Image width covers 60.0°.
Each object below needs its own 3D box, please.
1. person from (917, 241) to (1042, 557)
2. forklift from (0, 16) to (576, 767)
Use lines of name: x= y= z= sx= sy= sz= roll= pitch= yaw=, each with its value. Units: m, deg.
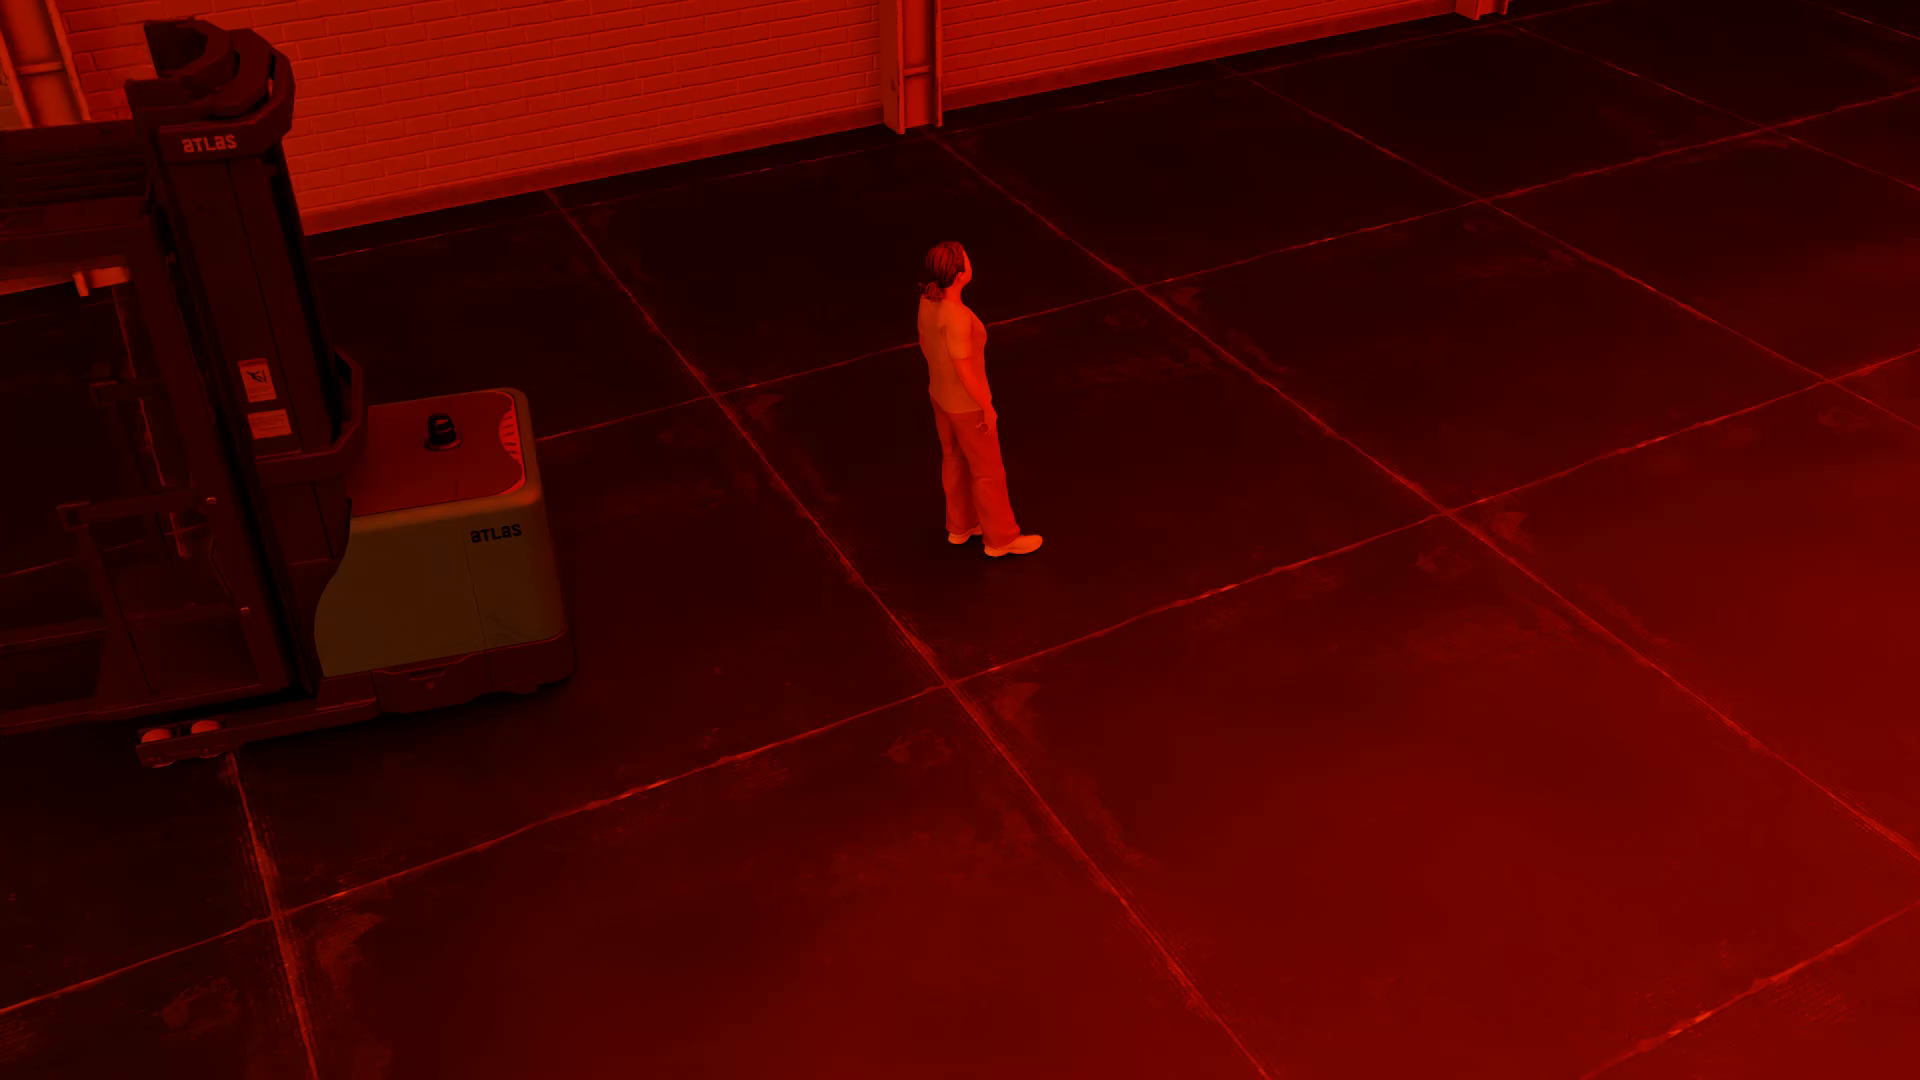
person: x=0.071 y=-0.705 z=8.194 sx=0.548 sy=1.673 sz=0.553 roll=-17 pitch=39 yaw=-23
forklift: x=-3.358 y=-0.549 z=6.899 sx=3.031 sy=2.935 sz=1.130 roll=-10 pitch=36 yaw=-13
